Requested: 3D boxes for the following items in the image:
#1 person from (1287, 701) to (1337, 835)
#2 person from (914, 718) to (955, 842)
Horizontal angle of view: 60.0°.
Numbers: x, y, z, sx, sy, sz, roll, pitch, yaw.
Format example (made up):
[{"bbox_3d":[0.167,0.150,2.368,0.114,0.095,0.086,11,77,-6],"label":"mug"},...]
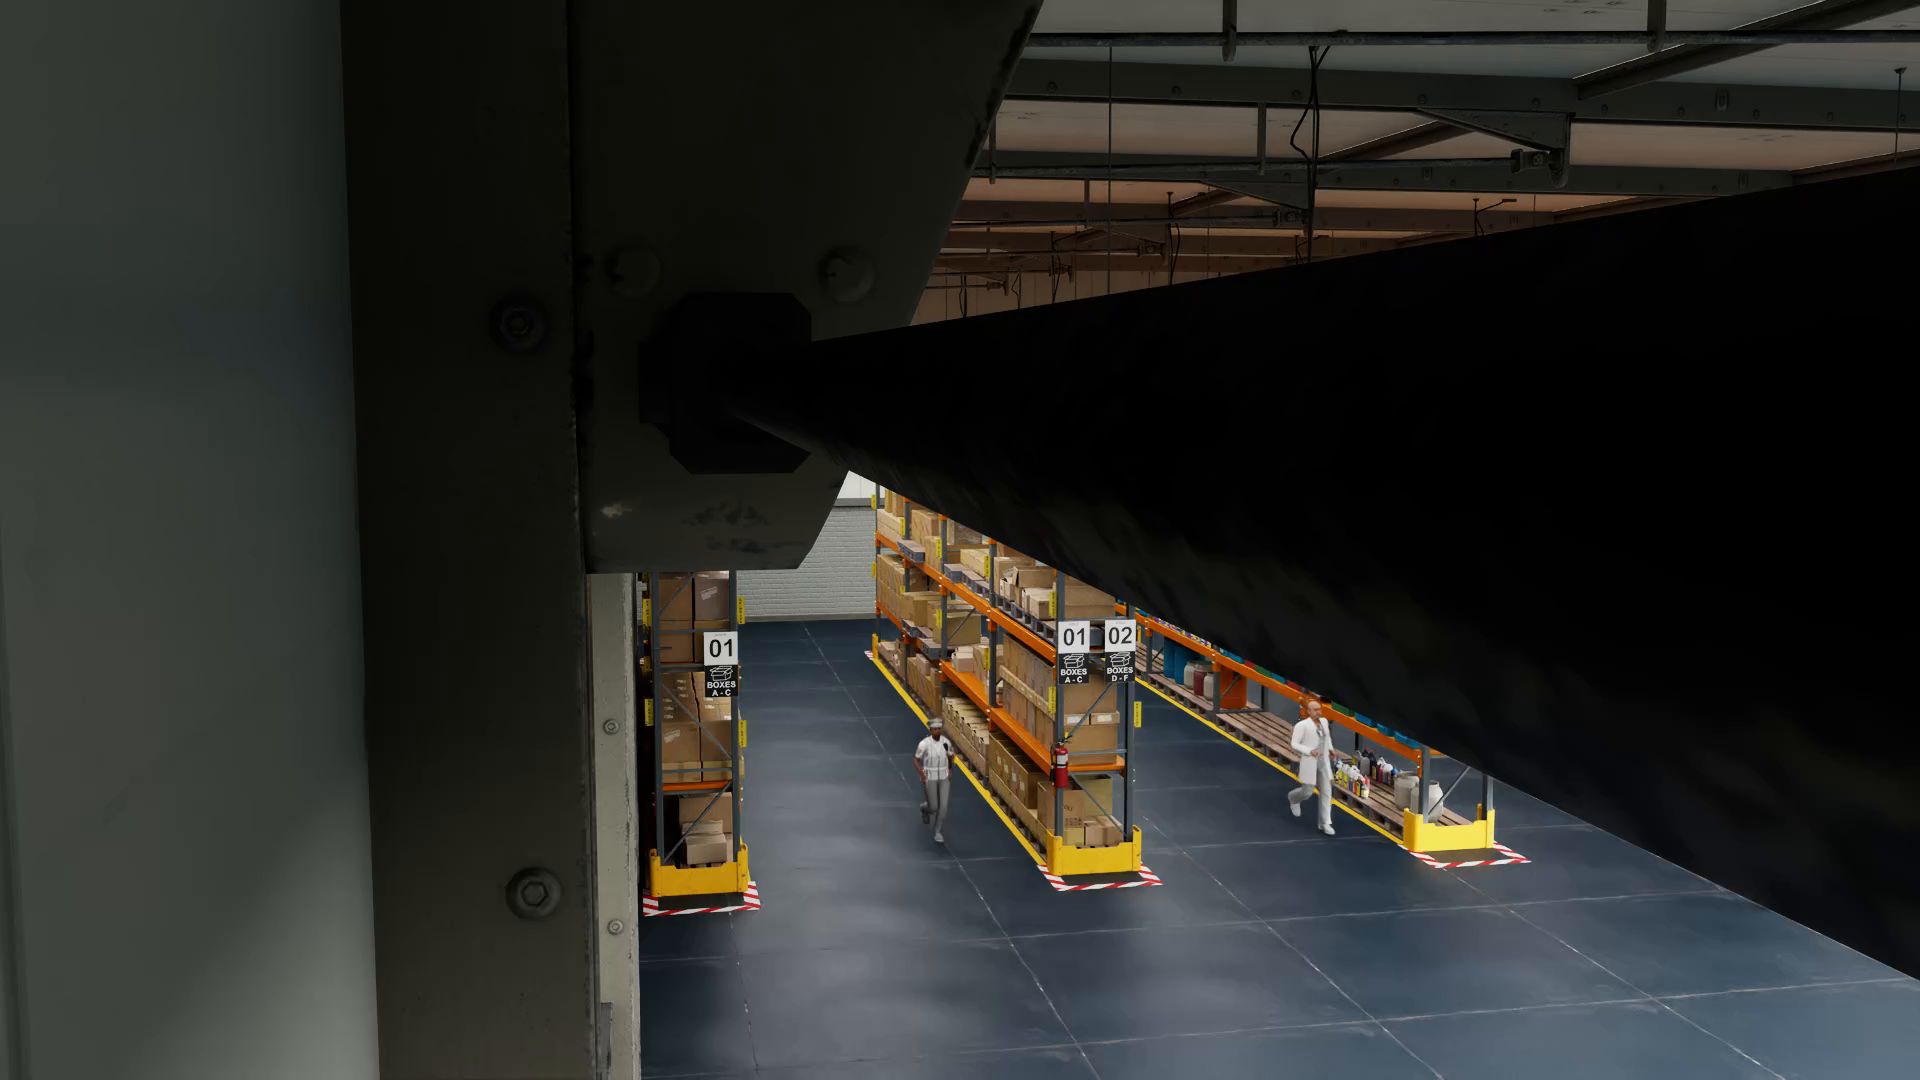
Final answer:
[{"bbox_3d":[4.872,3.128,22.917,0.718,1.690,1.024,-2,6,-21],"label":"person"},{"bbox_3d":[-0.333,3.209,22.492,0.575,1.662,0.589,-2,6,-17],"label":"person"}]
